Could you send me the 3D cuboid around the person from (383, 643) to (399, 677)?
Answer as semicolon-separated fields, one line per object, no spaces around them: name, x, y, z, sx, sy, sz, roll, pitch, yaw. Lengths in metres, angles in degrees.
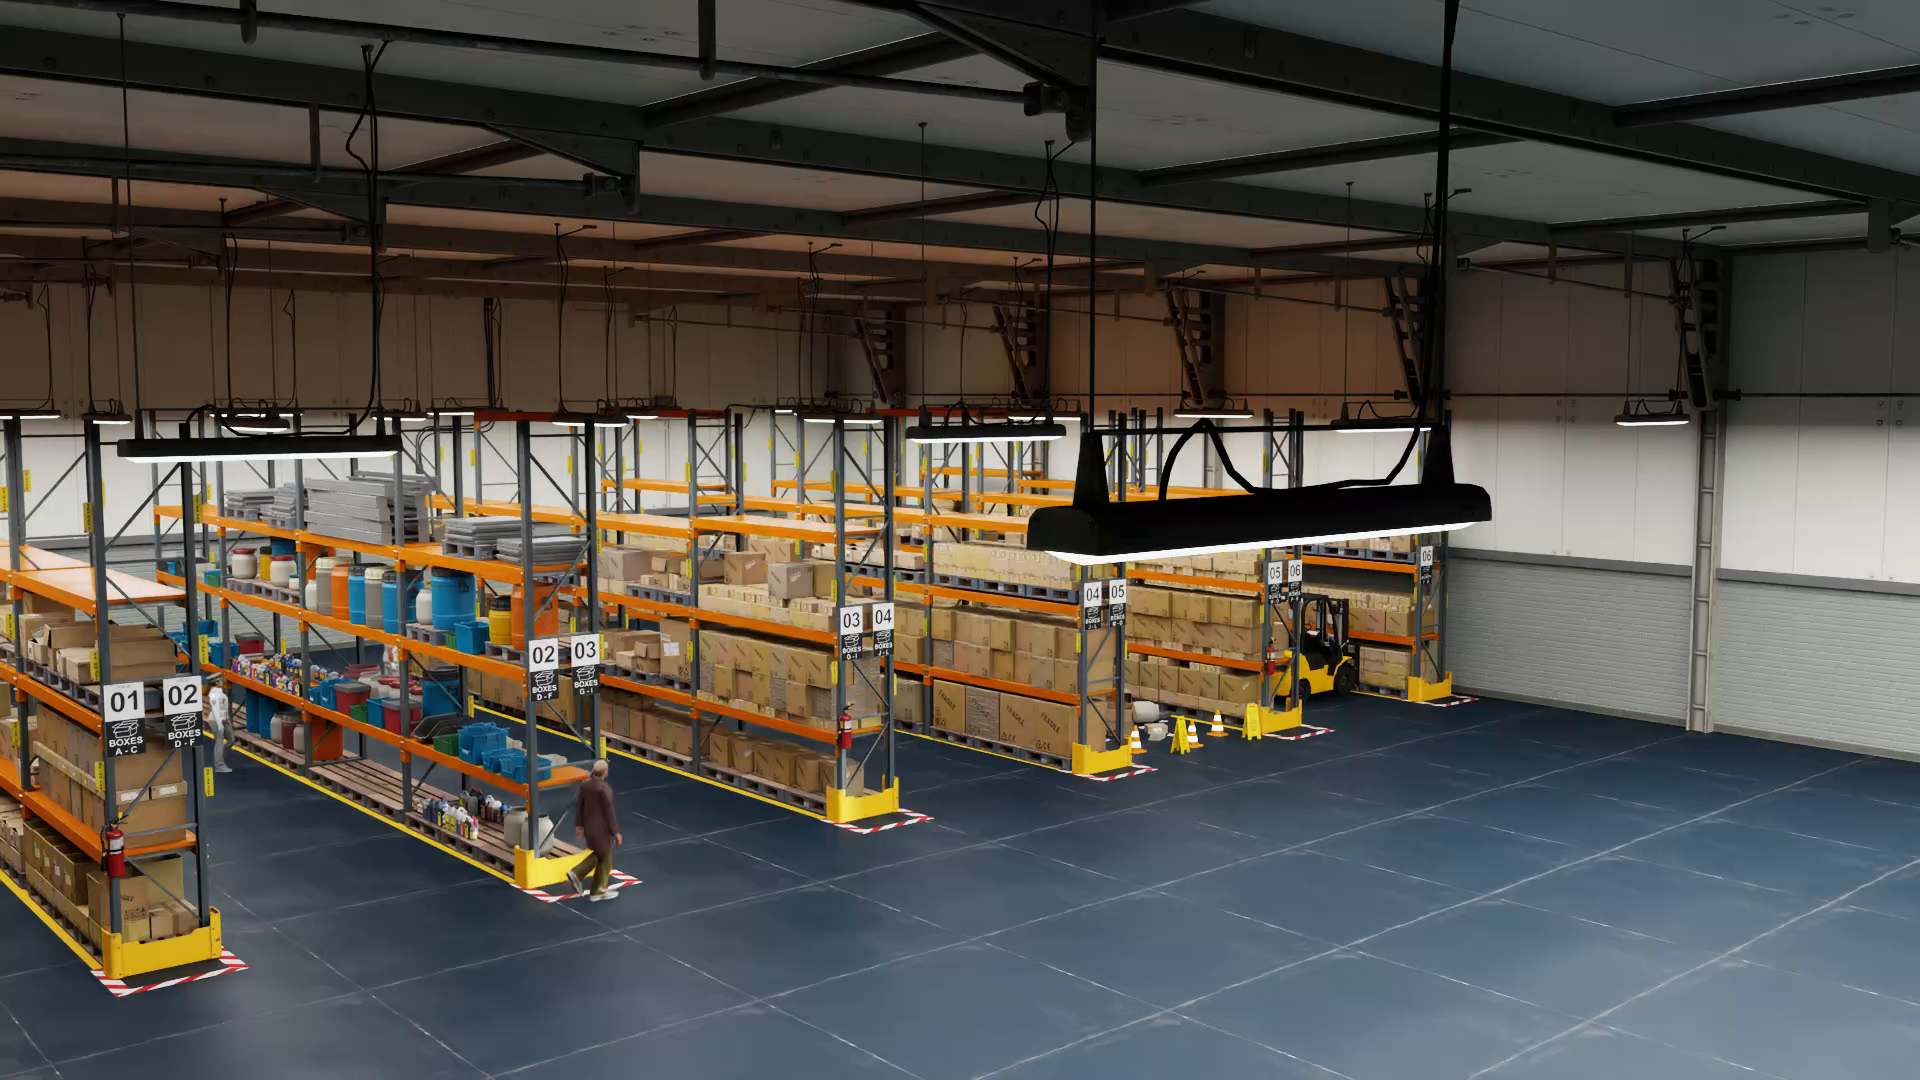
person;-11.472;2.482;33.659;0.448;1.796;0.569;-4;6;-39

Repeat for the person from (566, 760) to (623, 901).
person;-4.563;3.618;20.691;0.611;1.759;0.609;-4;6;-35

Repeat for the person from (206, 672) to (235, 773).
person;-12.411;3.055;27.897;0.412;1.693;0.529;0;5;0
